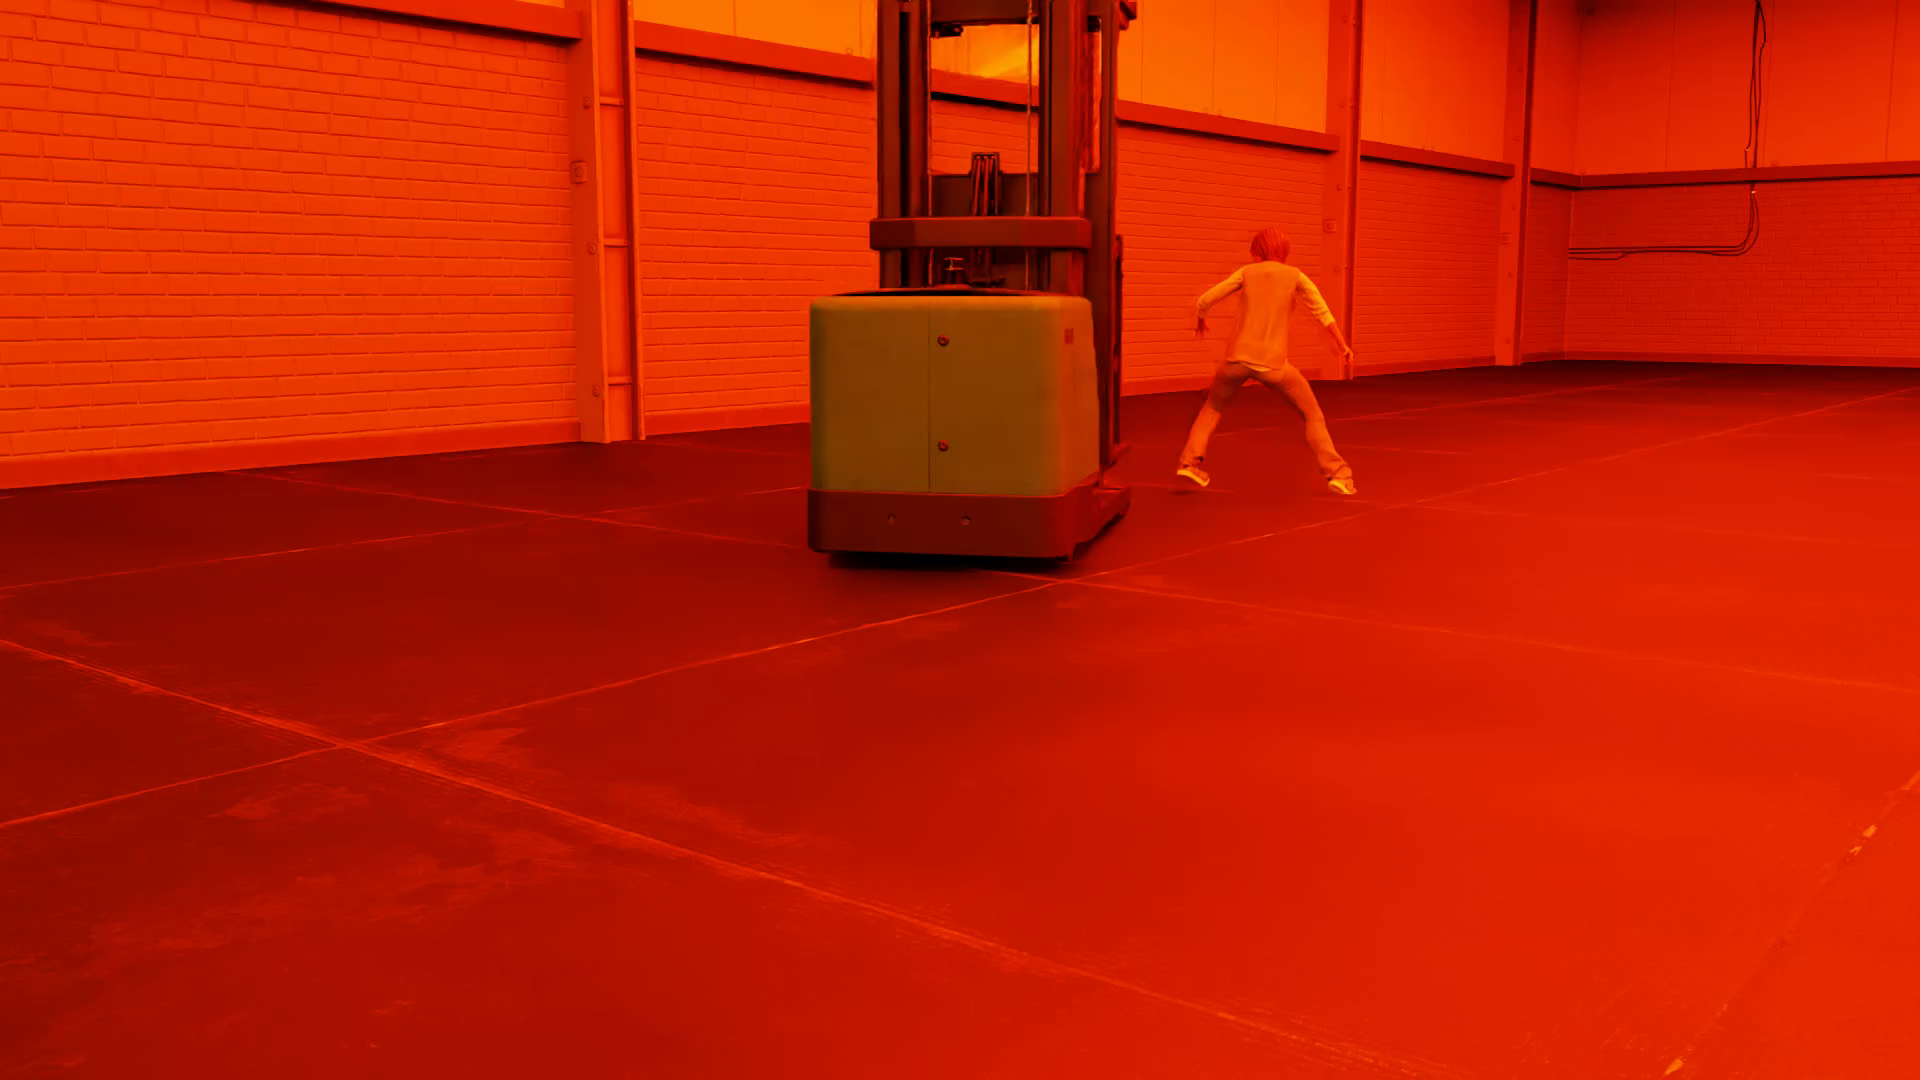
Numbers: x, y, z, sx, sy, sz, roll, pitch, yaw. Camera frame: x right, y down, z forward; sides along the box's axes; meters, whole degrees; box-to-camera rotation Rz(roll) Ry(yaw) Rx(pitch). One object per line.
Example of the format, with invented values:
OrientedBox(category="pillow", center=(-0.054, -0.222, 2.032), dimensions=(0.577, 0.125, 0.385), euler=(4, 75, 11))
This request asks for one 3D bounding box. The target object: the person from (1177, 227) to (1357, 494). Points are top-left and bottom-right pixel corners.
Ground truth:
OrientedBox(category="person", center=(1.699, -0.930, 9.095), dimensions=(0.960, 1.525, 0.519), euler=(4, 9, 23))

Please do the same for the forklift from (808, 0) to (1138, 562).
OrientedBox(category="forklift", center=(0.222, -1.537, 7.785), dimensions=(1.130, 2.935, 3.031), euler=(2, 9, 13))
